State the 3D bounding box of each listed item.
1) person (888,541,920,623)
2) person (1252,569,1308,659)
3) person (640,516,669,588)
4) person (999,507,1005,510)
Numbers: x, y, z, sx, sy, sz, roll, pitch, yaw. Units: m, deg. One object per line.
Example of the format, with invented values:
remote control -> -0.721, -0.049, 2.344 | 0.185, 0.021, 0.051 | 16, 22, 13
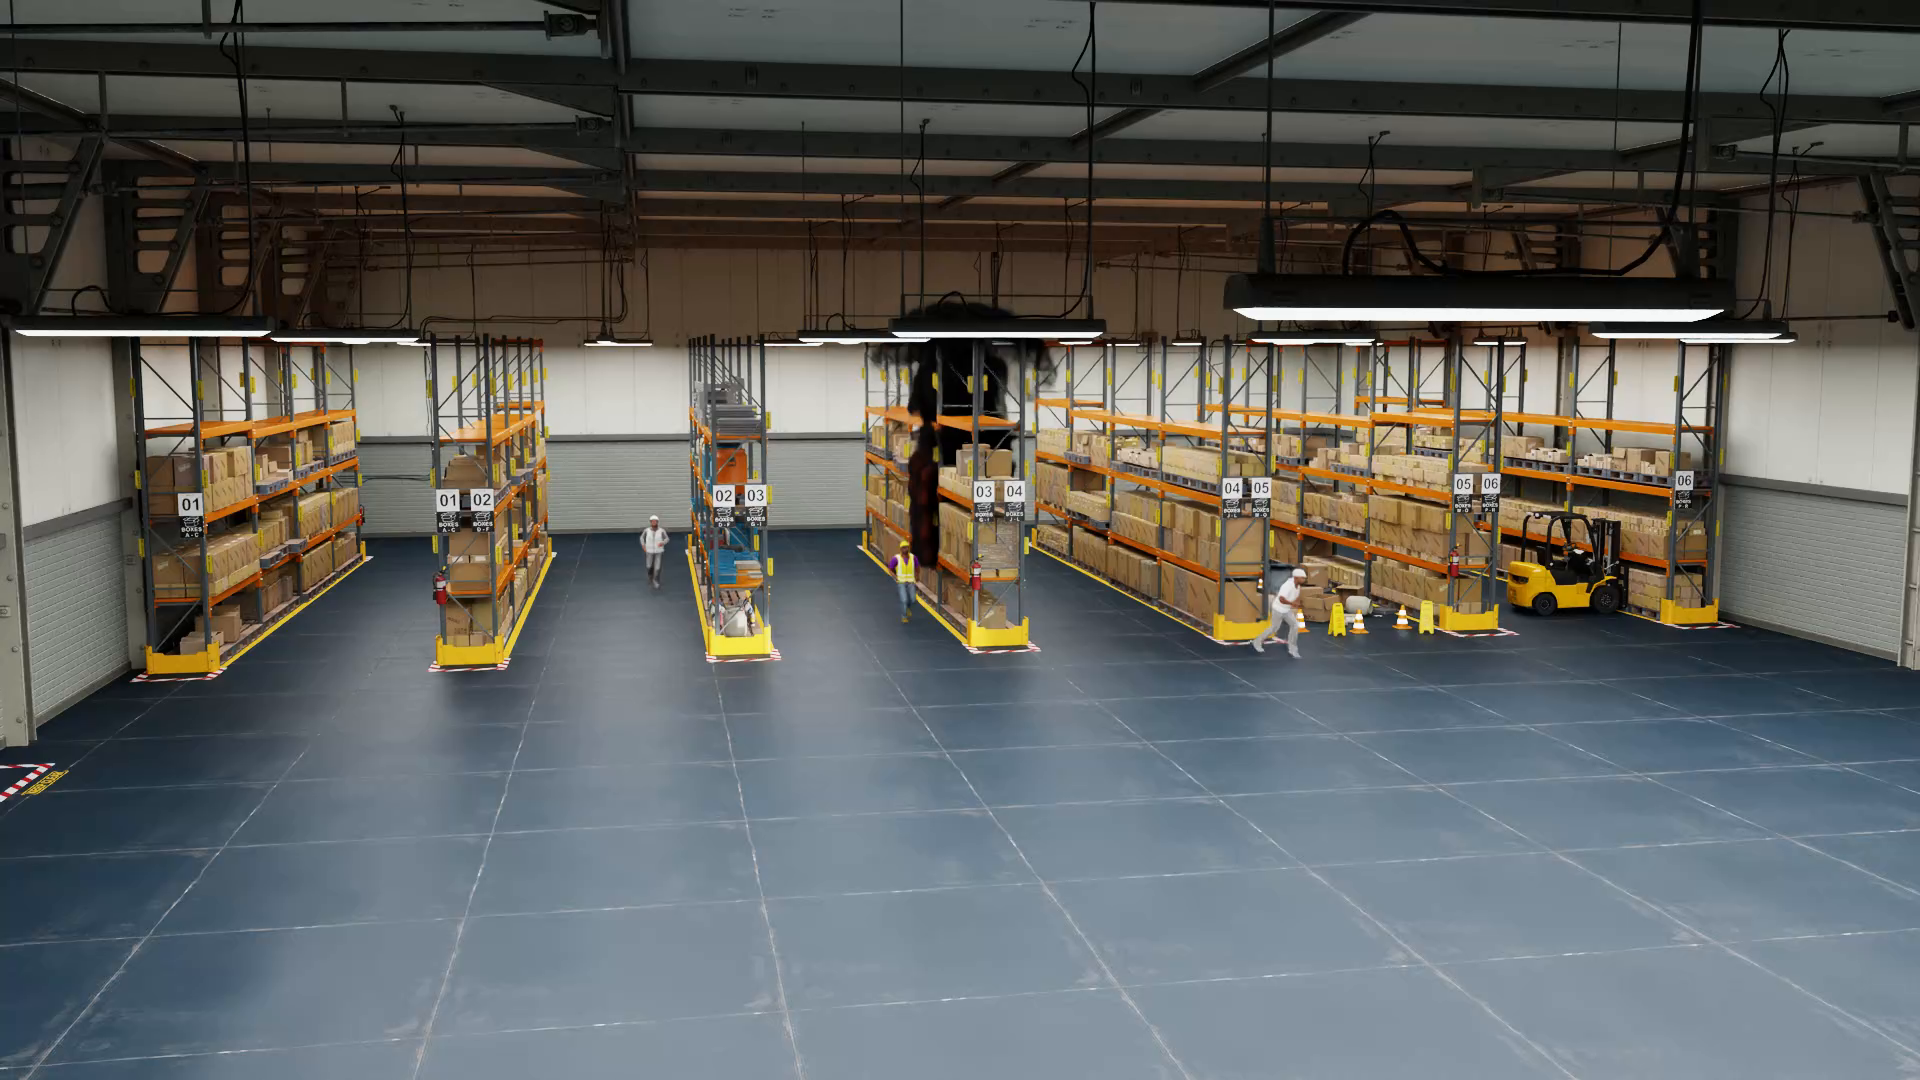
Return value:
person -> -1.151, 0.877, 34.876 | 0.696, 1.718, 0.605 | -2, 7, -15
person -> 5.976, 1.363, 31.049 | 1.046, 1.718, 0.745 | 4, 8, 30
person -> -7.337, 0.284, 39.938 | 0.703, 1.743, 0.542 | -1, 7, -5
person -> 0.990, -0.666, 48.351 | 0.714, 1.711, 0.554 | 2, 7, 19
